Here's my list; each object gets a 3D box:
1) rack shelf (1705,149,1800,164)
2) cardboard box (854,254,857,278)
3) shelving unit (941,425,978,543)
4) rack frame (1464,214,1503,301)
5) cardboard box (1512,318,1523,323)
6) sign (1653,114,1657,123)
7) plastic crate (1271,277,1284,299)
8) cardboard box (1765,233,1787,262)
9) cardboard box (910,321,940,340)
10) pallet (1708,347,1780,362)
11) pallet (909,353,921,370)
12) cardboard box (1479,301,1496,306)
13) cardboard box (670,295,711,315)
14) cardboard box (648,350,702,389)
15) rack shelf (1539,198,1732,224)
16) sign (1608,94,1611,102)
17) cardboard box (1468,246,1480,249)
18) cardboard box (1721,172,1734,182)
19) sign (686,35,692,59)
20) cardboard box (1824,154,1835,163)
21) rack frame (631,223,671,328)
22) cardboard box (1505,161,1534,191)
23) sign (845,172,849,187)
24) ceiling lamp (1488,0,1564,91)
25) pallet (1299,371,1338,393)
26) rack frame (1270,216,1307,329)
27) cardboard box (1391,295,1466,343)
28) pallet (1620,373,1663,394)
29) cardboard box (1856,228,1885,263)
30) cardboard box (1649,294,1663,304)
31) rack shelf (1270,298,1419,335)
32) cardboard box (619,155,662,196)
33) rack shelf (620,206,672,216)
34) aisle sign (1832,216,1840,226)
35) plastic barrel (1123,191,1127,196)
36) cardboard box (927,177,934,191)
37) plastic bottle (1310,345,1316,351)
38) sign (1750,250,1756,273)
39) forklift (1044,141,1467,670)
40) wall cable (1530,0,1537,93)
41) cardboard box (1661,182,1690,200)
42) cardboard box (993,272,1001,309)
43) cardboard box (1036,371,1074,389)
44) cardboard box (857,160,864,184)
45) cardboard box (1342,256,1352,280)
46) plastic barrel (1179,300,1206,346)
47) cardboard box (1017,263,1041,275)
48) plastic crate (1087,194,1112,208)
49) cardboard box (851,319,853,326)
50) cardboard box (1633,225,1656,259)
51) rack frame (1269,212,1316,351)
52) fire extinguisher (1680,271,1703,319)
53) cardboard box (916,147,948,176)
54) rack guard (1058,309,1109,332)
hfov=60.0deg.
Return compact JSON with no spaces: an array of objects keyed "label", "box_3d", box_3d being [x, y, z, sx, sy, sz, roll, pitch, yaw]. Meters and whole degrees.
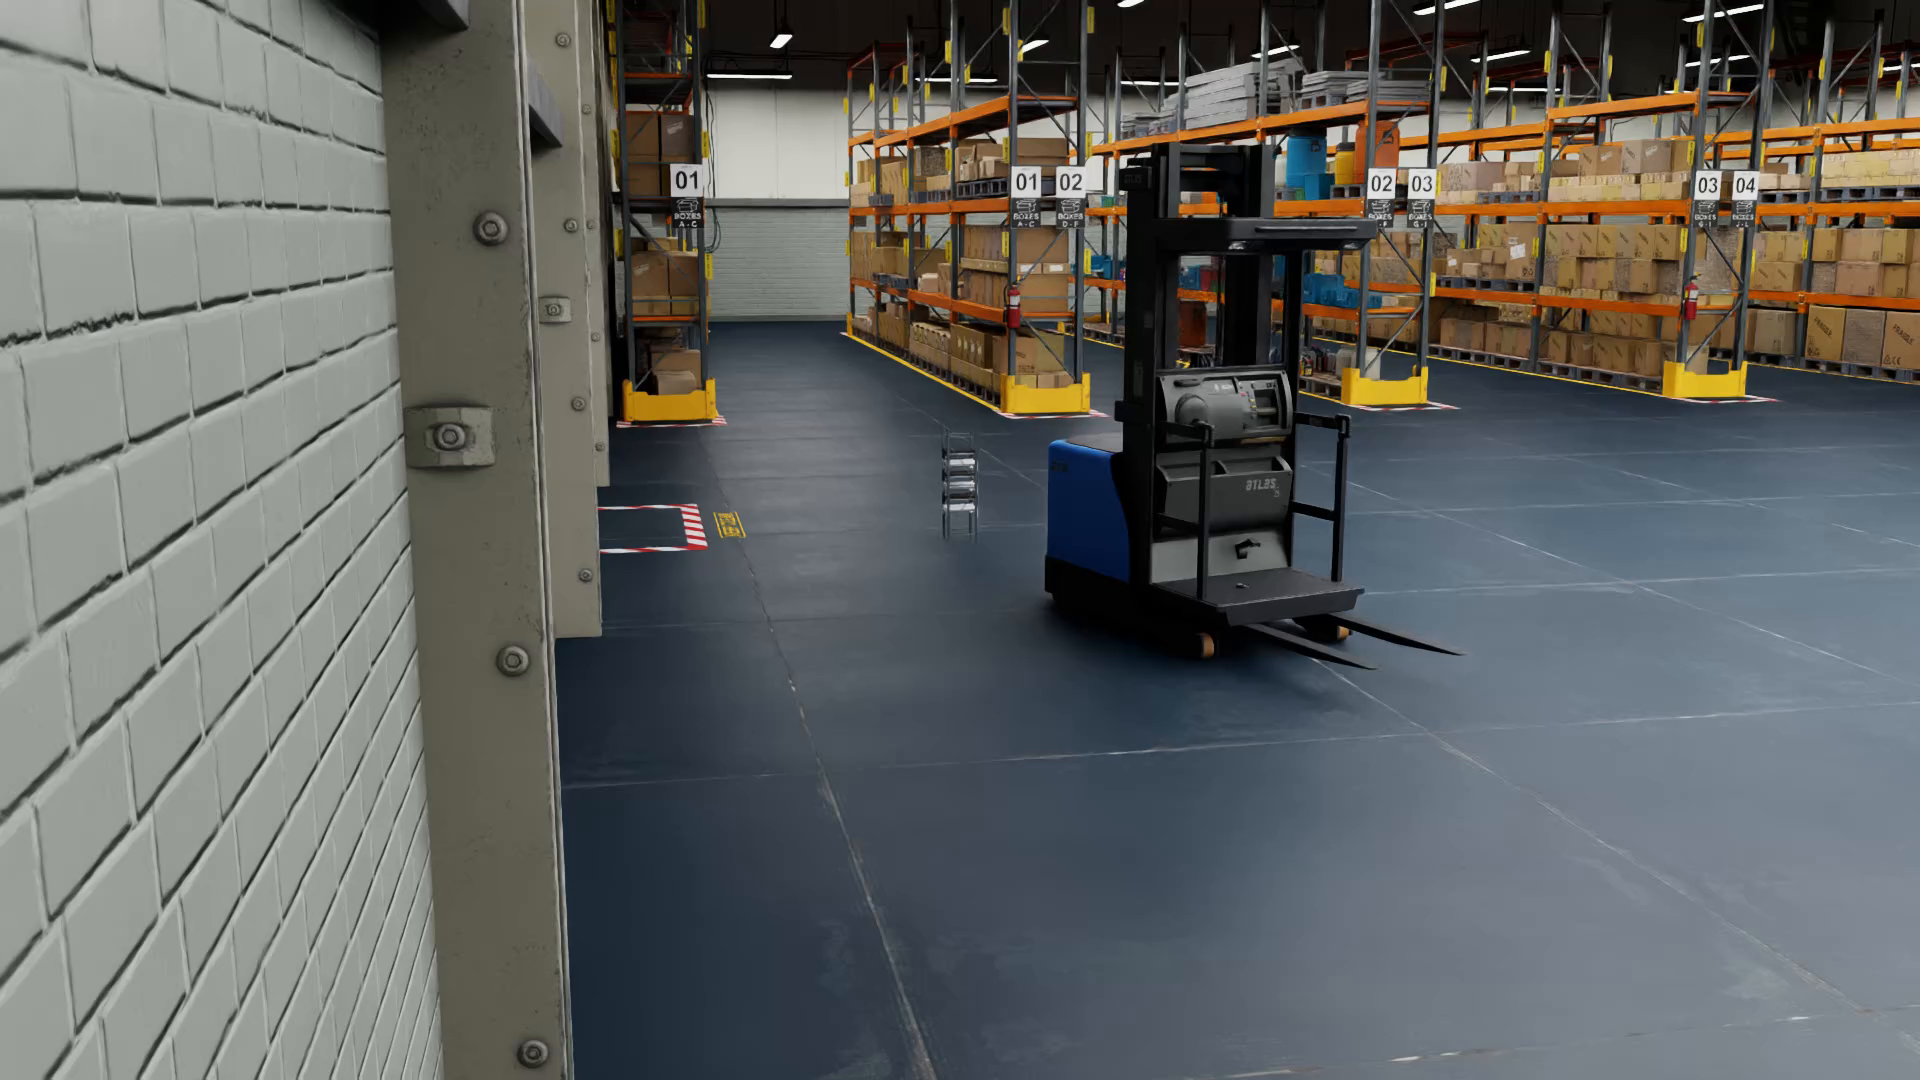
[{"label":"rack shelf","box_3d":[17.852,-8.889,38.828,1.077,0.370,4.000,-2,11,-11]},{"label":"cardboard box","box_3d":[-2.042,-6.003,36.445,0.500,0.500,0.500,-2,11,-12]},{"label":"shelving unit","box_3d":[-0.002,-0.444,13.120,0.258,0.900,0.210,-2,11,-11]},{"label":"rack frame","box_3d":[12.627,-6.660,40.168,1.000,3.000,0.127,-2,11,-11]},{"label":"cardboard box","box_3d":[12.794,-4.982,37.851,0.380,0.149,0.250,-2,11,-11]},{"label":"sign","box_3d":[16.918,-10.324,40.448,0.100,0.325,0.005,-2,11,-11]},{"label":"plastic crate","box_3d":[5.195,-3.987,26.285,0.767,0.338,0.504,-2,11,-11]},{"label":"cardboard box","box_3d":[14.757,-5.185,29.474,0.700,0.500,0.500,-2,11,-12]},{"label":"cardboard box","box_3d":[-0.606,-3.696,29.324,0.500,0.311,0.500,-2,11,-9]},{"label":"pallet","box_3d":[14.497,-3.453,30.772,1.003,0.211,1.213,-2,11,-11]},{"label":"pallet","box_3d":[-0.298,-3.150,29.180,1.003,0.211,1.213,-2,11,-11]},{"label":"cardboard box","box_3d":[12.491,-5.553,39.260,0.380,0.149,0.250,-2,11,-11]},{"label":"cardboard box","box_3d":[-3.505,-3.061,21.604,0.500,0.250,0.500,-2,11,-13]},{"label":"cardboard box","box_3d":[-3.973,-2.383,23.203,0.700,0.500,0.500,-3,11,-15]},{"label":"rack shelf","box_3d":[10.465,-5.051,25.614,1.077,0.370,4.000,-2,11,-11]},{"label":"sign","box_3d":[13.949,-9.432,35.762,0.100,0.325,0.005,-2,11,-11]},{"label":"cardboard box","box_3d":[12.444,-6.763,39.645,0.500,0.500,0.500,-2,11,-8]},{"label":"cardboard box","box_3d":[11.028,-5.219,23.906,0.380,0.149,0.250,-2,11,-11]},{"label":"sign","box_3d":[-3.964,-7.219,24.345,0.100,0.325,0.005,-2,11,-11]},{"label":"cardboard box","box_3d":[14.699,-6.378,27.809,0.380,0.149,0.250,-2,11,-10]},{"label":"rack frame","box_3d":[-6.834,-5.958,36.478,1.000,3.000,0.127,-2,11,-11]},{"label":"cardboard box","box_3d":[9.898,-6.291,28.805,0.797,0.503,0.637,-2,11,-9]},{"label":"sign","box_3d":[-2.508,-8.022,36.962,0.100,0.325,0.005,-2,11,-11]},{"label":"ceiling lamp","box_3d":[14.563,-13.078,42.227,2.000,3.185,0.800,-2,11,-11]},{"label":"pallet","box_3d":[5.548,-2.399,25.236,1.003,0.211,1.213,-2,11,-11]},{"label":"rack frame","box_3d":[7.743,-6.499,39.318,1.000,3.000,0.127,-2,11,-11]},{"label":"cardboard box","box_3d":[9.185,-4.321,32.437,1.225,0.875,0.875,-3,11,-14]},{"label":"pallet","box_3d":[10.716,-2.359,25.023,1.003,0.211,1.213,-2,11,-11]},{"label":"cardboard box","box_3d":[15.191,-4.794,27.073,0.875,0.550,0.550,-2,11,-11]},{"label":"cardboard box","box_3d":[10.449,-3.575,24.631,0.380,0.149,0.250,-2,11,-11]},{"label":"rack shelf","box_3d":[5.607,-3.397,24.948,1.077,0.370,4.000,-2,11,-11]},{"label":"cardboard box","box_3d":[-4.051,-4.624,21.123,0.500,0.500,0.500,-1,11,-7]},{"label":"rack shelf","box_3d":[-4.889,-5.244,26.629,1.077,0.370,4.000,-2,11,-11]},{"label":"aisle sign","box_3d":[22.030,-8.319,41.930,0.394,0.787,0.004,-2,11,-11]},{"label":"plastic barrel","box_3d":[3.519,-7.226,33.629,0.433,0.535,0.433,0,11,0]},{"label":"cardboard box","box_3d":[-0.276,-6.197,28.987,0.500,0.250,0.500,-3,11,-15]},{"label":"plastic bottle","box_3d":[5.626,-2.925,26.449,0.144,0.351,0.185,-2,11,-13]},{"label":"sign","box_3d":[11.387,-4.009,23.923,0.100,0.325,0.005,-2,11,-11]},{"label":"forklift","box_3d":[1.696,-0.840,9.769,1.130,2.935,3.031,-6,12,-27]},{"label":"wall cable","box_3d":[14.563,-13.729,45.218,2.355,3.000,0.029,-2,11,-11]},{"label":"cardboard box","box_3d":[10.511,-5.043,24.050,0.500,0.250,0.500,-2,11,-10]},{"label":"cardboard box","box_3d":[0.861,-3.527,23.438,0.700,0.500,0.500,-2,11,-11]},{"label":"cardboard box","box_3d":[1.250,-2.167,22.788,0.500,0.250,0.500,-2,11,-11]},{"label":"cardboard box","box_3d":[-1.845,-7.965,36.055,0.700,0.500,0.500,-2,11,-11]},{"label":"cardboard box","box_3d":[8.365,-5.721,34.963,0.500,0.500,0.500,-2,11,-11]},{"label":"plastic barrel","box_3d":[4.328,-4.081,31.294,0.600,0.830,0.708,-2,11,-11]},{"label":"cardboard box","box_3d":[0.875,-3.636,22.273,0.380,0.149,0.250,-2,11,-12]},{"label":"plastic crate","box_3d":[3.012,-7.316,35.907,0.437,0.282,0.530,-2,11,-11]},{"label":"cardboard box","box_3d":[-2.231,-4.865,37.185,0.380,0.149,0.250,-2,11,-11]},{"label":"cardboard box","box_3d":[10.402,-4.434,24.733,0.500,0.500,0.500,-2,11,-11]},{"label":"rack frame","box_3d":[5.218,-4.118,26.808,1.000,3.000,0.127,-2,11,-11]},{"label":"fire extinguisher","box_3d":[10.425,-3.488,23.709,0.296,0.674,0.183,-2,11,-11]},{"label":"cardboard box","box_3d":[-0.498,-6.766,29.758,0.500,0.500,0.500,-2,11,-11]},{"label":"rack guard","box_3d":[2.867,-5.095,38.626,1.175,0.500,0.348,-2,11,-11]}]
